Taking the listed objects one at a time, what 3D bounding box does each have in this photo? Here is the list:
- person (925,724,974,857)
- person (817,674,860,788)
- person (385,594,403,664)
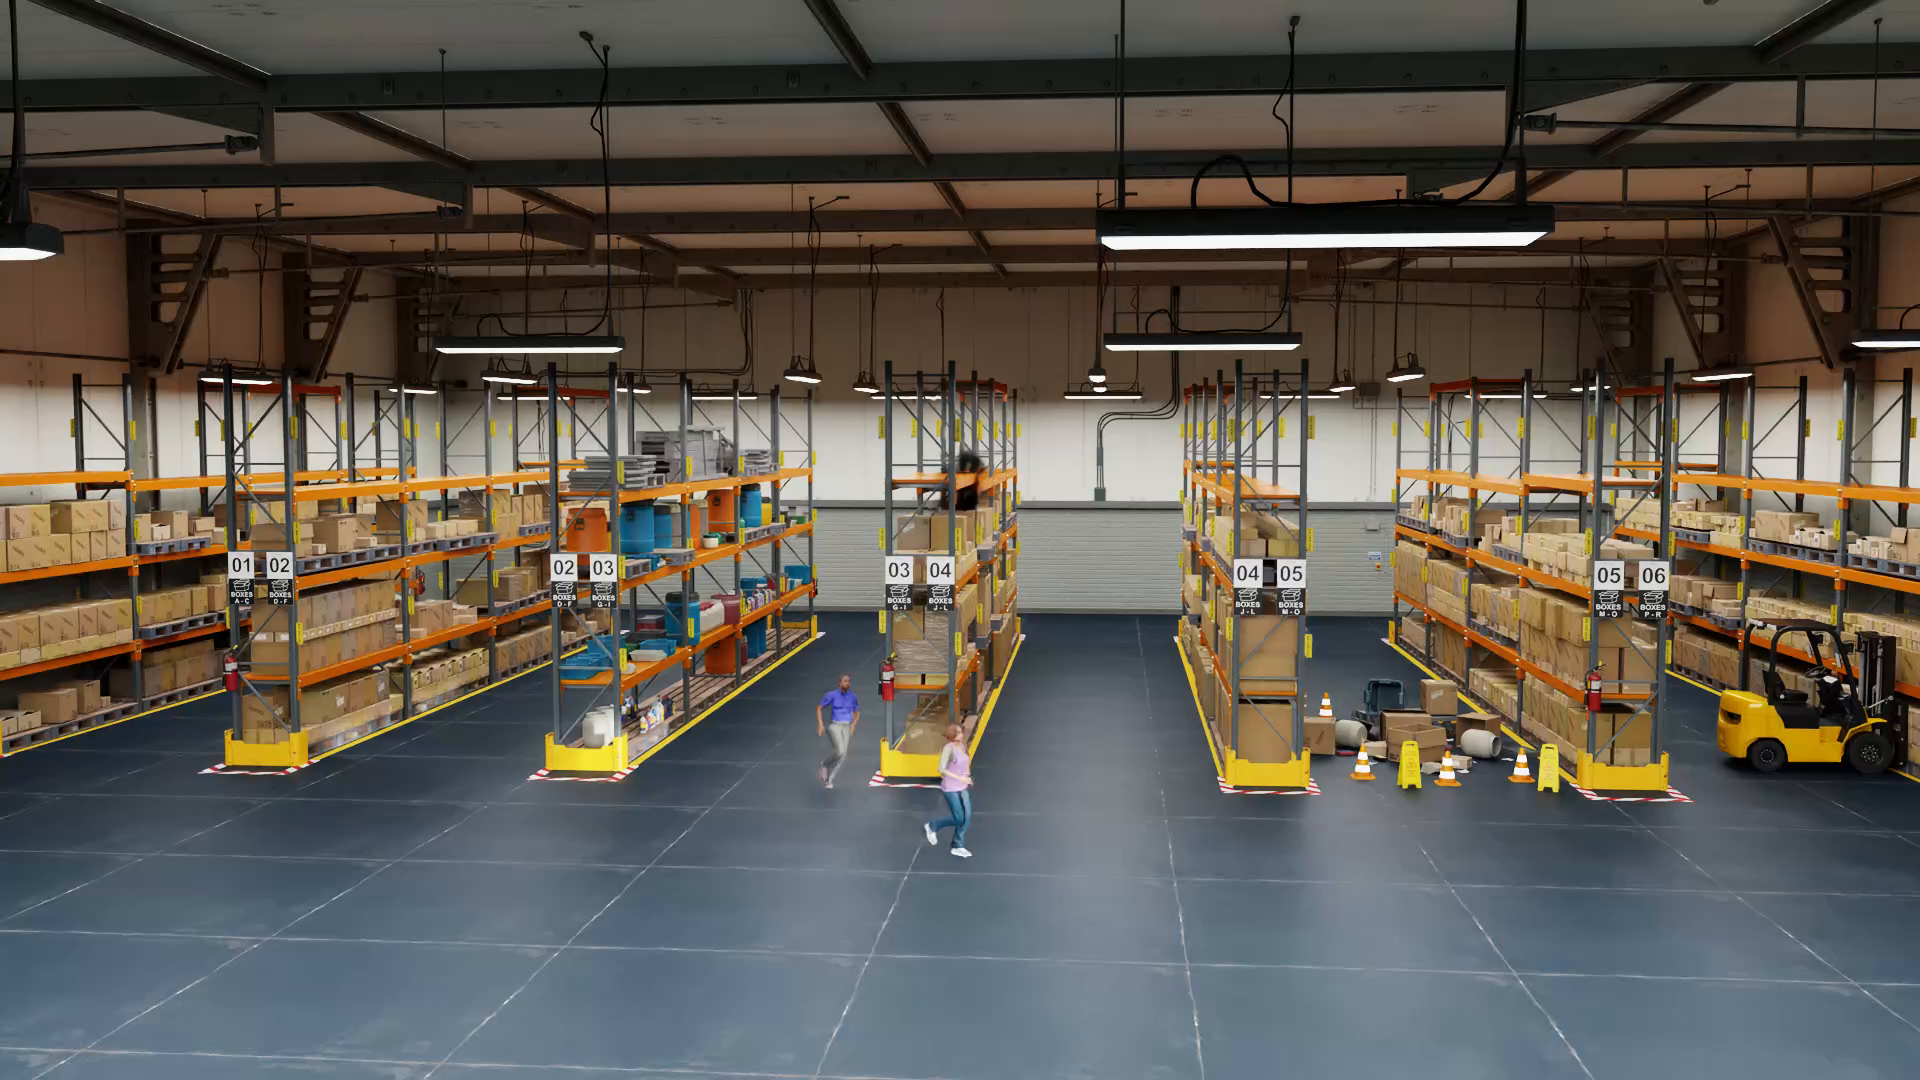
[{"bbox_3d":[-0.100,2.934,19.599,0.625,1.559,0.542,2,4,28],"label":"person"},{"bbox_3d":[-1.659,2.676,23.313,0.608,1.581,0.519,-2,4,-28],"label":"person"},{"bbox_3d":[-11.279,1.945,33.157,0.675,1.750,0.771,0,4,-3],"label":"person"}]
